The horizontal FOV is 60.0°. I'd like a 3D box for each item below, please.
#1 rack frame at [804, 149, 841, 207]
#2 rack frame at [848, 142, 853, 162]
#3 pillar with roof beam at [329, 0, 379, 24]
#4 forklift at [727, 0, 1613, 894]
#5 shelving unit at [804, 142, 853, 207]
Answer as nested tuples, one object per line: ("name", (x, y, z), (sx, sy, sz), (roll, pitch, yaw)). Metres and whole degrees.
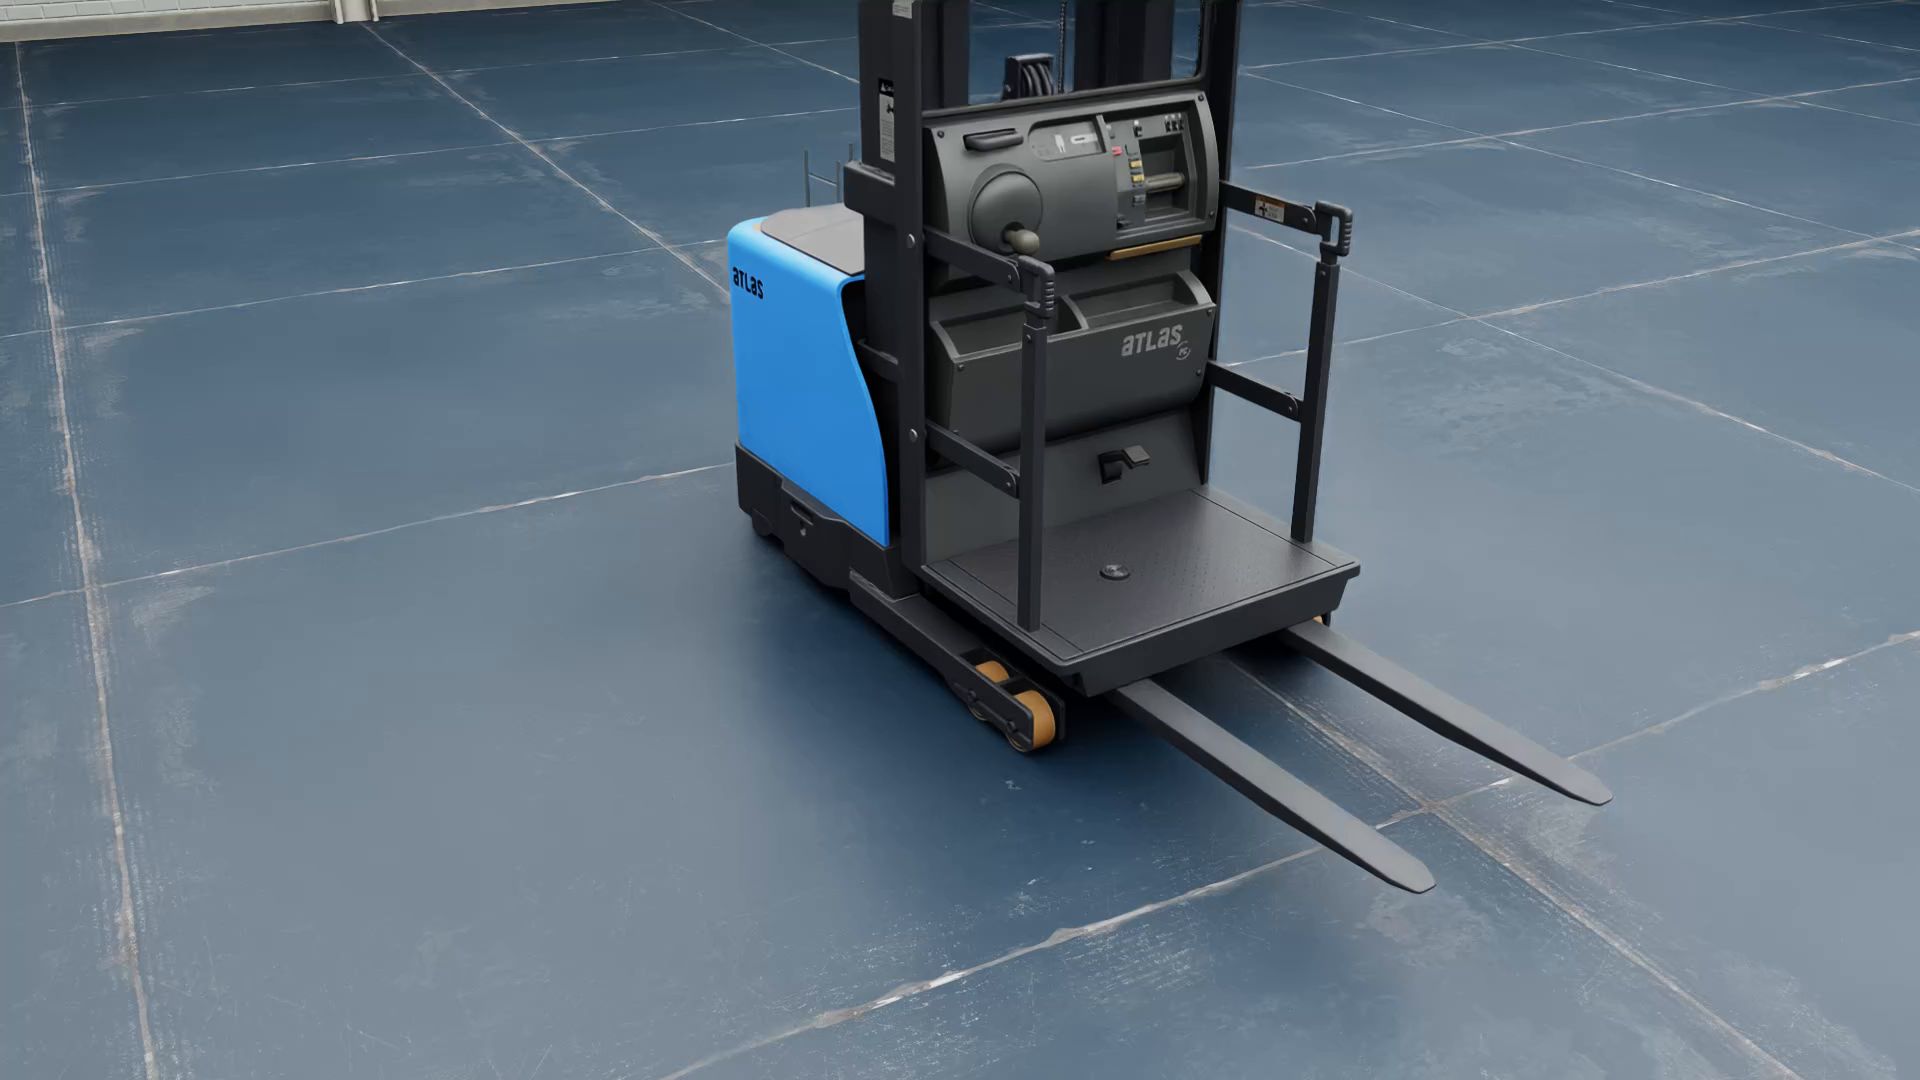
("rack frame", (-0.479, -0.790, 6.009), (0.006, 1.200, 0.240), (-17, 30, -31))
("rack frame", (-0.328, -0.835, 6.103), (0.006, 1.200, 0.240), (-17, 30, -31))
("pillar with roof beam", (-3.966, -7.568, 11.115), (0.400, 9.000, 9.100), (-13, 29, -25))
("forklift", (0.450, -0.976, 4.397), (1.130, 2.935, 3.031), (-16, 30, -30))
("shelving unit", (-0.403, -0.812, 6.056), (0.189, 1.200, 0.258), (-17, 30, -31))
